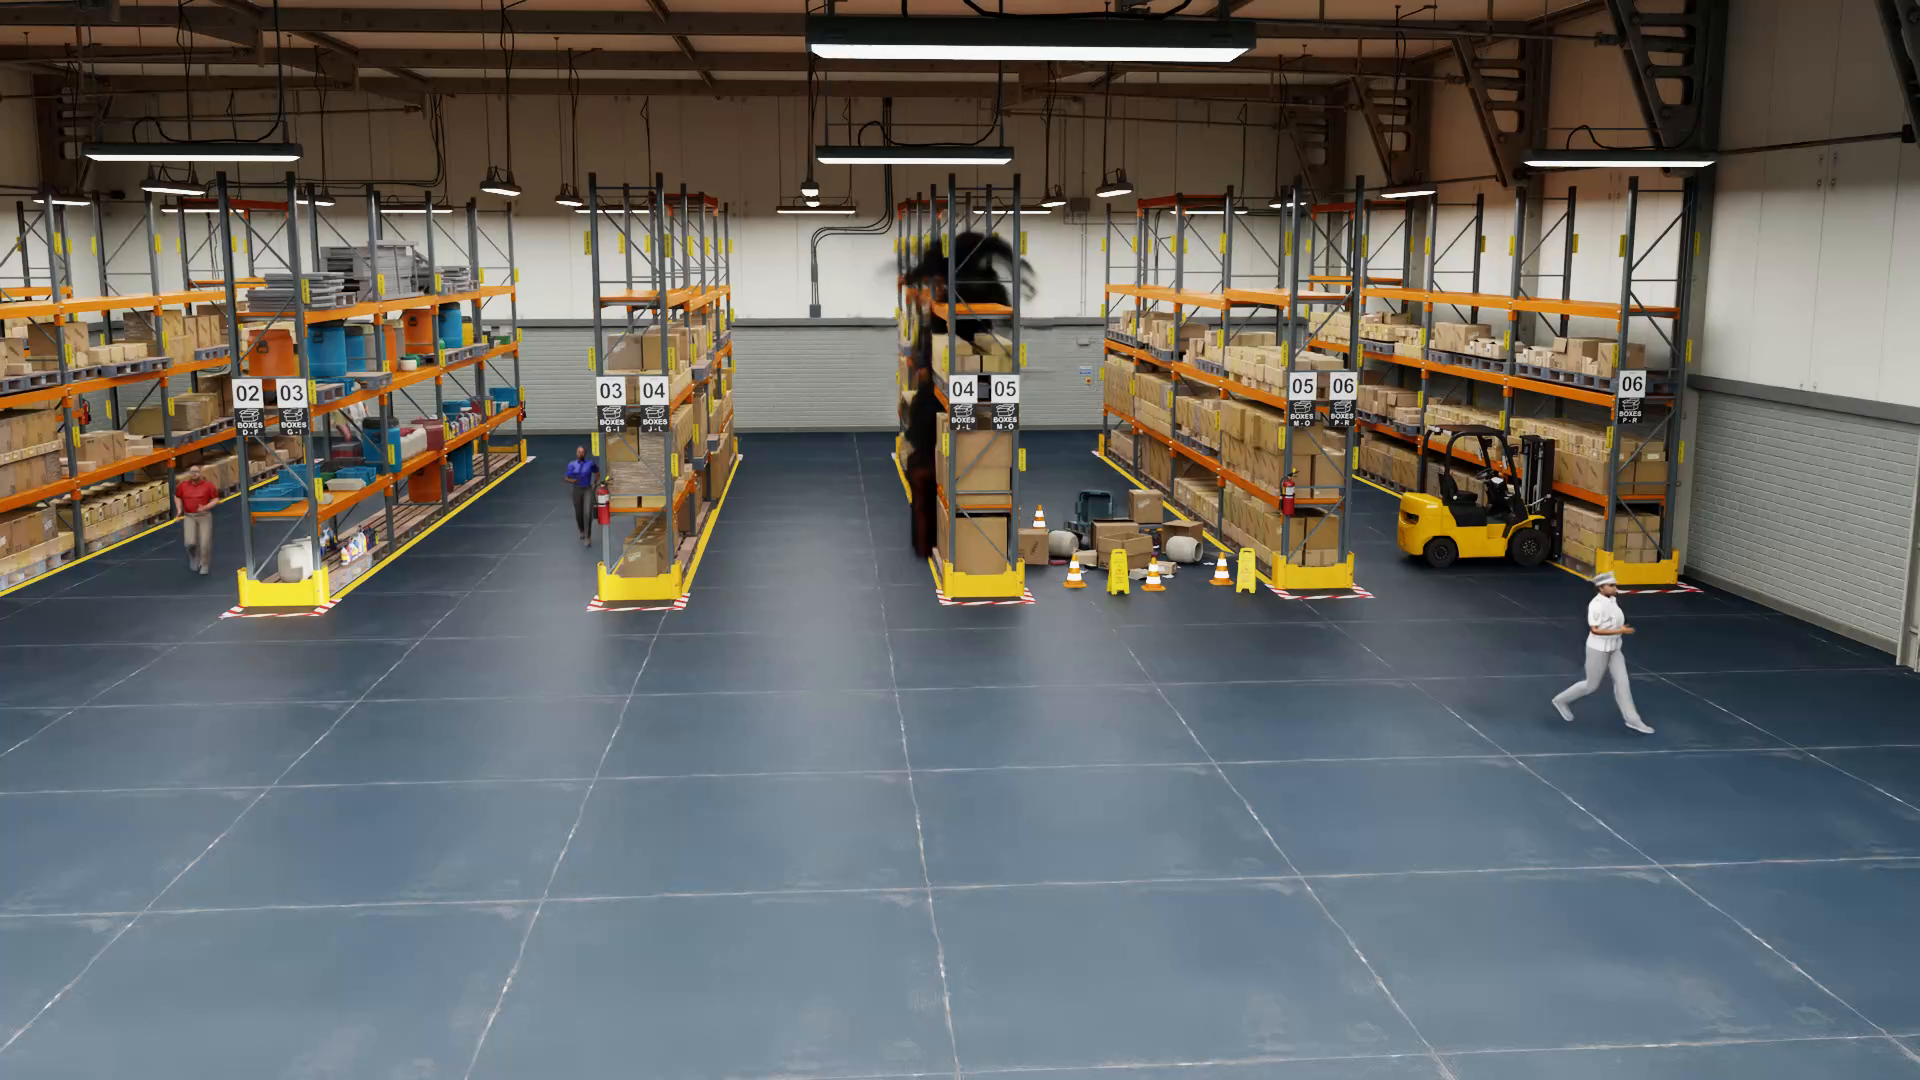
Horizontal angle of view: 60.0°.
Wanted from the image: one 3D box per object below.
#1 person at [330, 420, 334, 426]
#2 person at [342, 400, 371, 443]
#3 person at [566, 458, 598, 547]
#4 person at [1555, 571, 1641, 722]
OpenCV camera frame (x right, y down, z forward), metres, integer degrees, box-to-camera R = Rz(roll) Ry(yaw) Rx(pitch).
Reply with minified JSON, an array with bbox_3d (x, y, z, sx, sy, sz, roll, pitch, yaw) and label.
[{"bbox_3d":[-14.692,-2.722,39.436,0.614,1.662,0.638,7,12,33],"label":"person"},{"bbox_3d":[-14.141,-2.599,39.221,0.825,1.505,0.673,-7,12,-36],"label":"person"},{"bbox_3d":[-6.378,-0.641,28.111,0.542,1.418,0.719,-2,10,-11],"label":"person"},{"bbox_3d":[6.702,1.084,17.312,0.589,1.576,0.851,-9,13,-42],"label":"person"}]
